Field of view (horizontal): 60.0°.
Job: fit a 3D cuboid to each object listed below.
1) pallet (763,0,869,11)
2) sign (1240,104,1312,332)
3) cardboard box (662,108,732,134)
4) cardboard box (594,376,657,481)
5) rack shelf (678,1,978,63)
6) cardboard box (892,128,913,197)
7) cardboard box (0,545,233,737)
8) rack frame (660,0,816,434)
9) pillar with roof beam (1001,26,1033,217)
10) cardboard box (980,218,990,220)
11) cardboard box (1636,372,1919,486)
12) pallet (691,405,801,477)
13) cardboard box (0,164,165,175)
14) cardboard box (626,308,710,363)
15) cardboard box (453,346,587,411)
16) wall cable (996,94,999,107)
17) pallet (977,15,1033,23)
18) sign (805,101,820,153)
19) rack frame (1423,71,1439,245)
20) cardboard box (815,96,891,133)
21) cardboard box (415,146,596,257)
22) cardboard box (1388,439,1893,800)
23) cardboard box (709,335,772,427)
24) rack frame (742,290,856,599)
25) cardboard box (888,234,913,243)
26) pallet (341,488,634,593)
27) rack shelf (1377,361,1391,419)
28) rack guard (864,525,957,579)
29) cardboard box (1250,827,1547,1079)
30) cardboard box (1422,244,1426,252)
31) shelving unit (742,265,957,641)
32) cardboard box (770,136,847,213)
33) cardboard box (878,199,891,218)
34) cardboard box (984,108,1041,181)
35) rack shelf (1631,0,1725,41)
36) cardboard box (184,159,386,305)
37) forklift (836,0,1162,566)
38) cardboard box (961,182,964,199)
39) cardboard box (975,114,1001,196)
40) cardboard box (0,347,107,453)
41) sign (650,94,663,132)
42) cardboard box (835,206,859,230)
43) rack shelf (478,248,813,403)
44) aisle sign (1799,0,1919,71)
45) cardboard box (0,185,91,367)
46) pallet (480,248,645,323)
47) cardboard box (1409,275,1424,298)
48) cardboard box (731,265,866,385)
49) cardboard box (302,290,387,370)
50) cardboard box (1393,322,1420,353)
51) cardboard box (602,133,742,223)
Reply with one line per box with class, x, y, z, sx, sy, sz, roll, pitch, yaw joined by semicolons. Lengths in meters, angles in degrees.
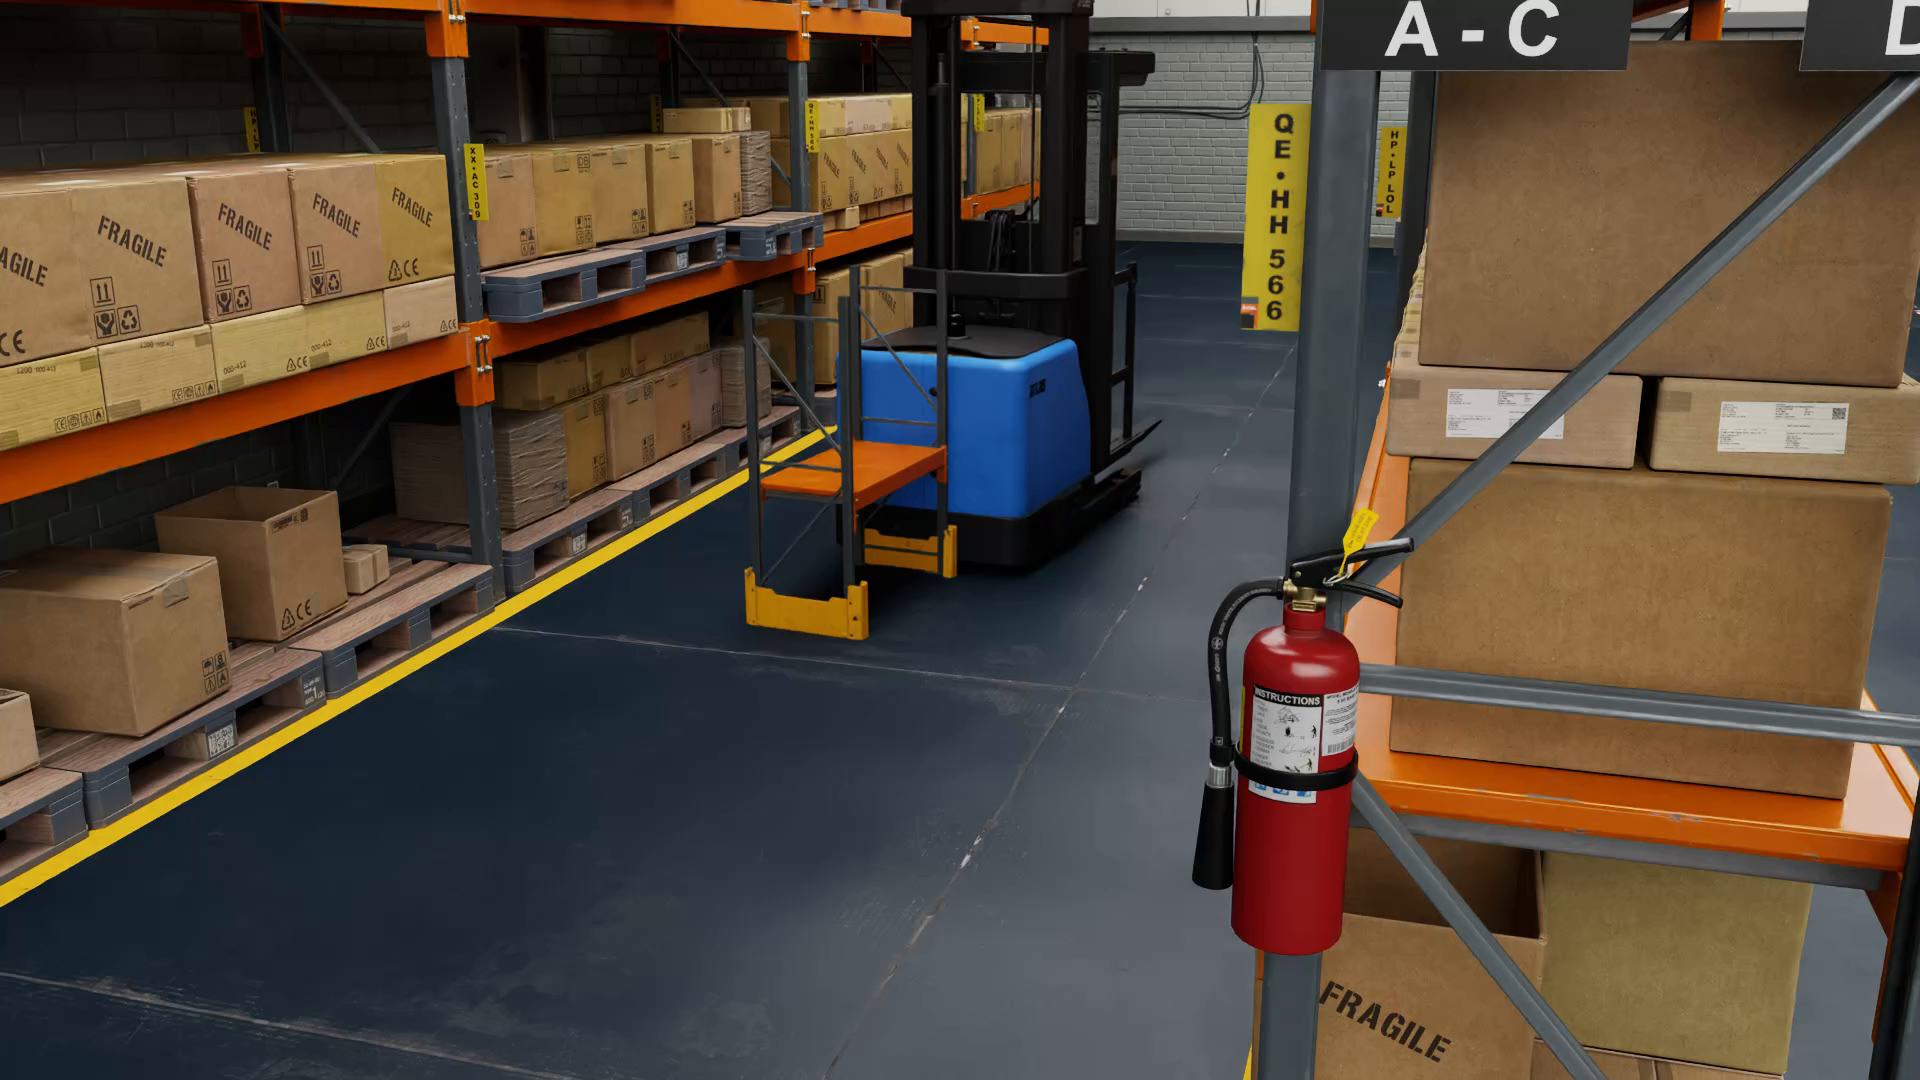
pallet;-1.362;-3.752;11.411;1.213;0.211;1.003;5;17;18
sign;0.467;-0.468;2.427;0.100;0.325;0.005;5;16;16
cardboard box;-1.641;-2.622;10.397;0.380;0.149;0.250;2;16;7
cardboard box;-2.155;-0.654;9.411;0.700;0.500;0.500;5;17;17
rack shelf;-0.926;-3.848;12.720;1.077;0.370;4.000;5;16;16
cardboard box;-0.670;-2.939;12.928;0.500;0.500;0.500;5;17;17
cardboard box;-3.066;0.345;5.891;0.700;0.500;0.500;4;16;12
rack frame;-1.494;-2.228;11.186;1.000;3.000;0.127;5;16;16
pillar with roof beam;4.845;-7.646;19.297;9.100;9.000;0.400;5;16;16
cardboard box;0.377;-3.357;17.790;0.380;0.149;0.250;5;16;16
cardboard box;1.301;-0.198;2.657;0.380;0.149;0.250;5;16;15
pallet;-1.718;-0.682;10.846;1.003;0.211;1.213;5;16;16
cardboard box;-3.262;-1.108;6.101;0.500;0.500;0.500;5;17;17
cardboard box;-1.871;-1.261;10.178;0.500;0.250;0.500;5;17;17
cardboard box;-2.316;-0.860;8.766;0.500;0.250;0.500;4;16;15
wall cable;0.236;-5.218;19.866;0.084;1.984;1.851;5;16;16
pallet;0.234;-5.206;16.352;1.003;0.211;1.213;5;16;16
sign;-0.971;-2.707;10.899;0.100;0.325;0.005;5;16;16
rack frame;3.256;-1.844;9.835;1.000;3.000;0.127;5;16;16
cardboard box;-0.828;-3.160;12.333;0.500;0.250;0.500;5;17;16
cardboard box;-2.288;-1.717;8.397;0.700;0.500;0.500;6;17;22
cardboard box;1.128;0.079;2.870;0.700;0.500;0.500;5;16;16
cardboard box;-1.649;-1.044;10.789;0.700;0.500;0.500;5;17;17
rack frame;-0.691;-0.316;7.193;0.500;1.500;0.032;7;17;22
cardboard box;-0.417;-2.262;14.477;0.750;0.750;0.750;5;17;17
pallet;-2.411;-0.043;8.596;1.003;0.211;1.213;5;16;16
rack shelf;2.688;-0.975;8.089;1.077;0.370;4.000;5;16;16
rack guard;-0.295;0.031;8.263;0.587;0.250;0.087;7;17;22
cardboard box;0.850;0.845;3.248;0.500;0.500;0.500;5;16;16
cardboard box;1.421;-0.697;4.419;0.380;0.149;0.250;4;16;15
shelving unit;-0.489;-0.446;7.652;0.587;1.500;1.083;7;17;22
cardboard box;-1.111;-2.536;11.507;0.500;0.500;0.500;5;17;18
cardboard box;-0.753;-2.587;12.876;0.380;0.149;0.250;5;17;16
cardboard box;0.448;-4.140;17.377;0.980;0.700;0.700;4;16;15
rack shelf;2.688;-2.418;7.679;1.077;0.370;4.000;5;16;16
cardboard box;-2.605;-1.201;6.430;0.500;0.500;0.500;5;16;16
forklift;0.408;-1.640;9.240;1.130;2.935;3.031;7;17;22
cardboard box;-0.182;-3.053;14.518;0.380;0.149;0.250;5;17;16
cardboard box;-0.188;-3.559;15.331;0.980;0.700;0.700;5;17;17
cardboard box;-3.040;-0.445;5.139;0.500;0.250;0.500;4;16;15
sign;-2.027;-2.827;11.177;0.100;0.325;0.005;5;16;16
cardboard box;-0.942;-2.313;11.910;0.380;0.149;0.250;5;17;18
rack shelf;-2.063;-1.358;9.440;1.077;0.370;4.000;5;16;16
aisle sign;1.258;-0.961;1.957;0.394;0.787;0.004;5;16;16
cardboard box;-3.041;-0.798;5.009;0.500;0.500;0.500;4;16;14
pallet;-2.274;-1.278;8.188;1.003;0.211;1.213;5;16;16
cardboard box;1.202;-0.496;3.710;0.380;0.149;0.250;5;17;18
cardboard box;-1.159;-1.578;12.065;0.750;0.750;0.750;4;16;15
cardboard box;-2.624;-0.842;6.537;0.500;0.250;0.500;5;17;16
cardboard box;0.982;-0.295;3.000;0.380;0.149;0.250;5;17;17
cardboard box;-1.751;-2.215;10.153;0.700;0.500;0.500;3;16;11
